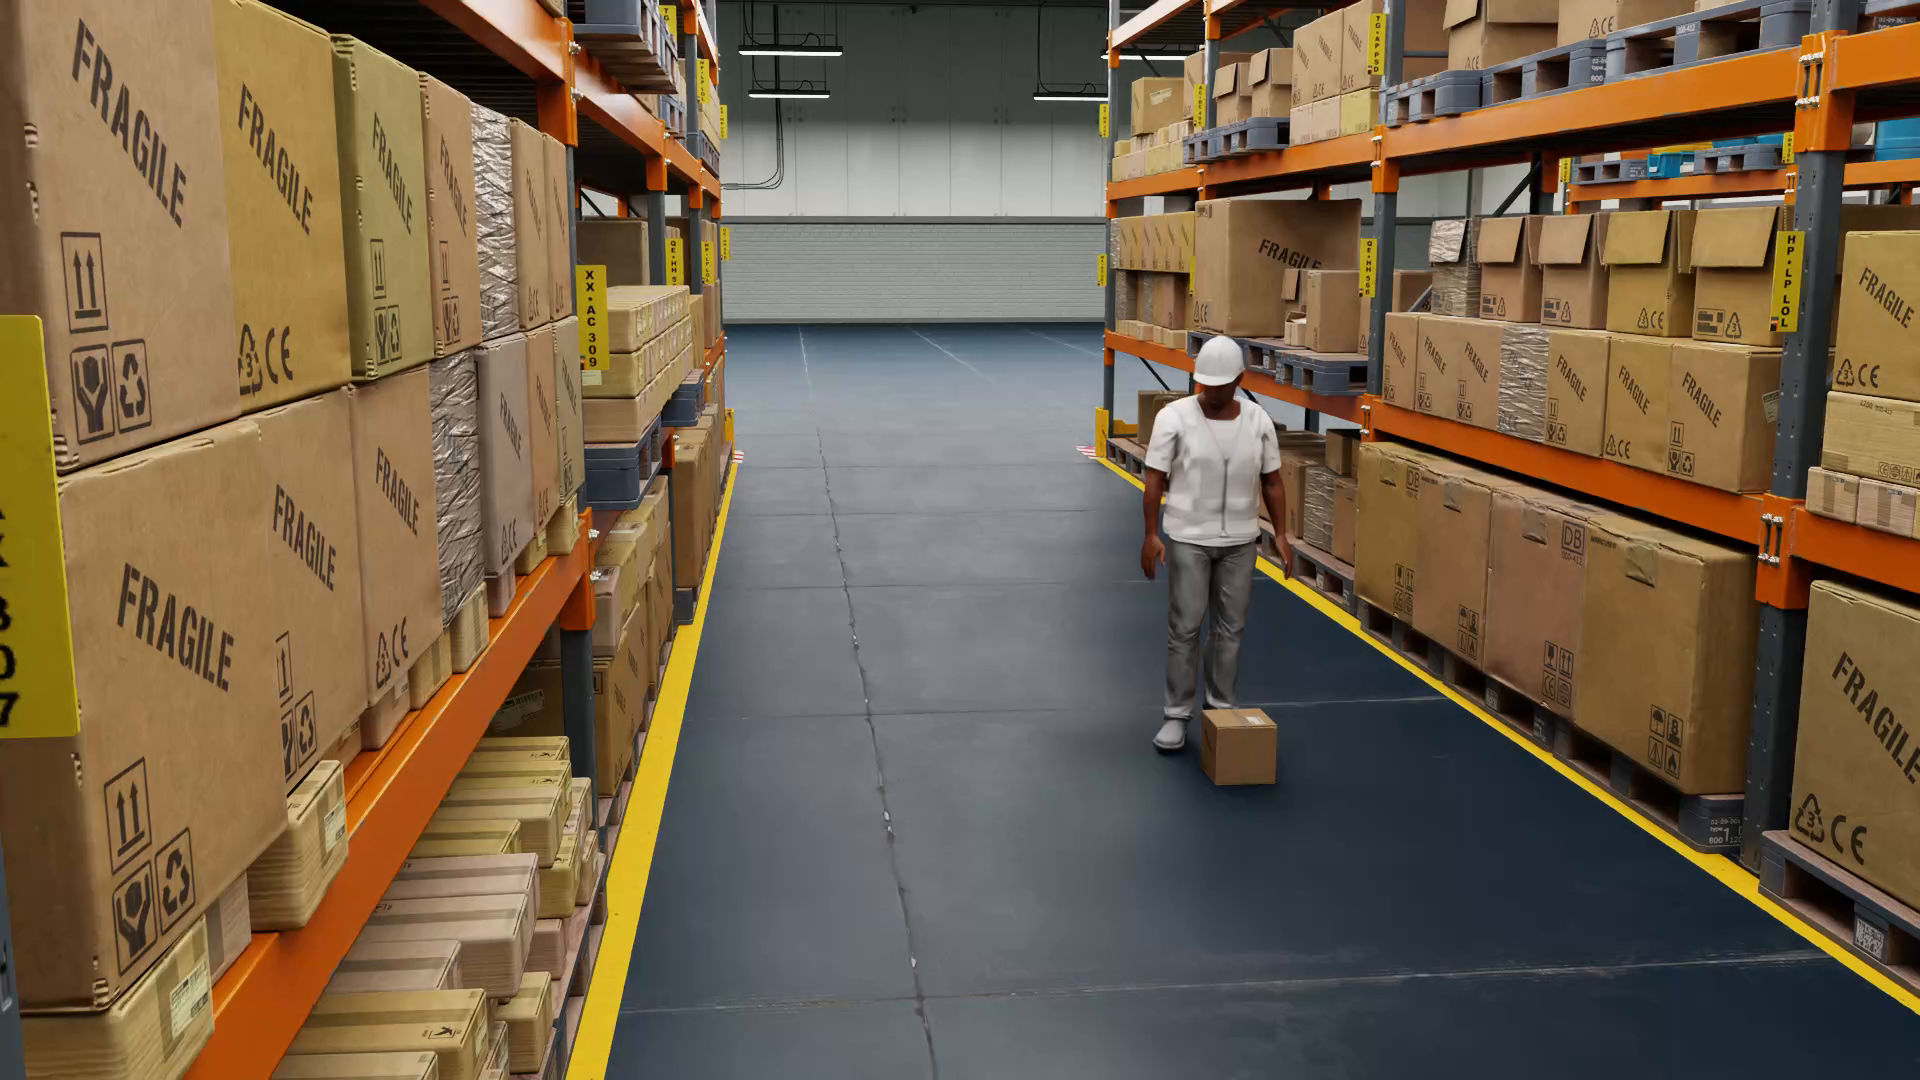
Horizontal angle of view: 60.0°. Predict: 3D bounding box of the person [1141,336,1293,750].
[{"bbox_3d":[1.115,0.006,7.196,0.650,1.772,0.379,-2,10,-12],"label":"person"}]
